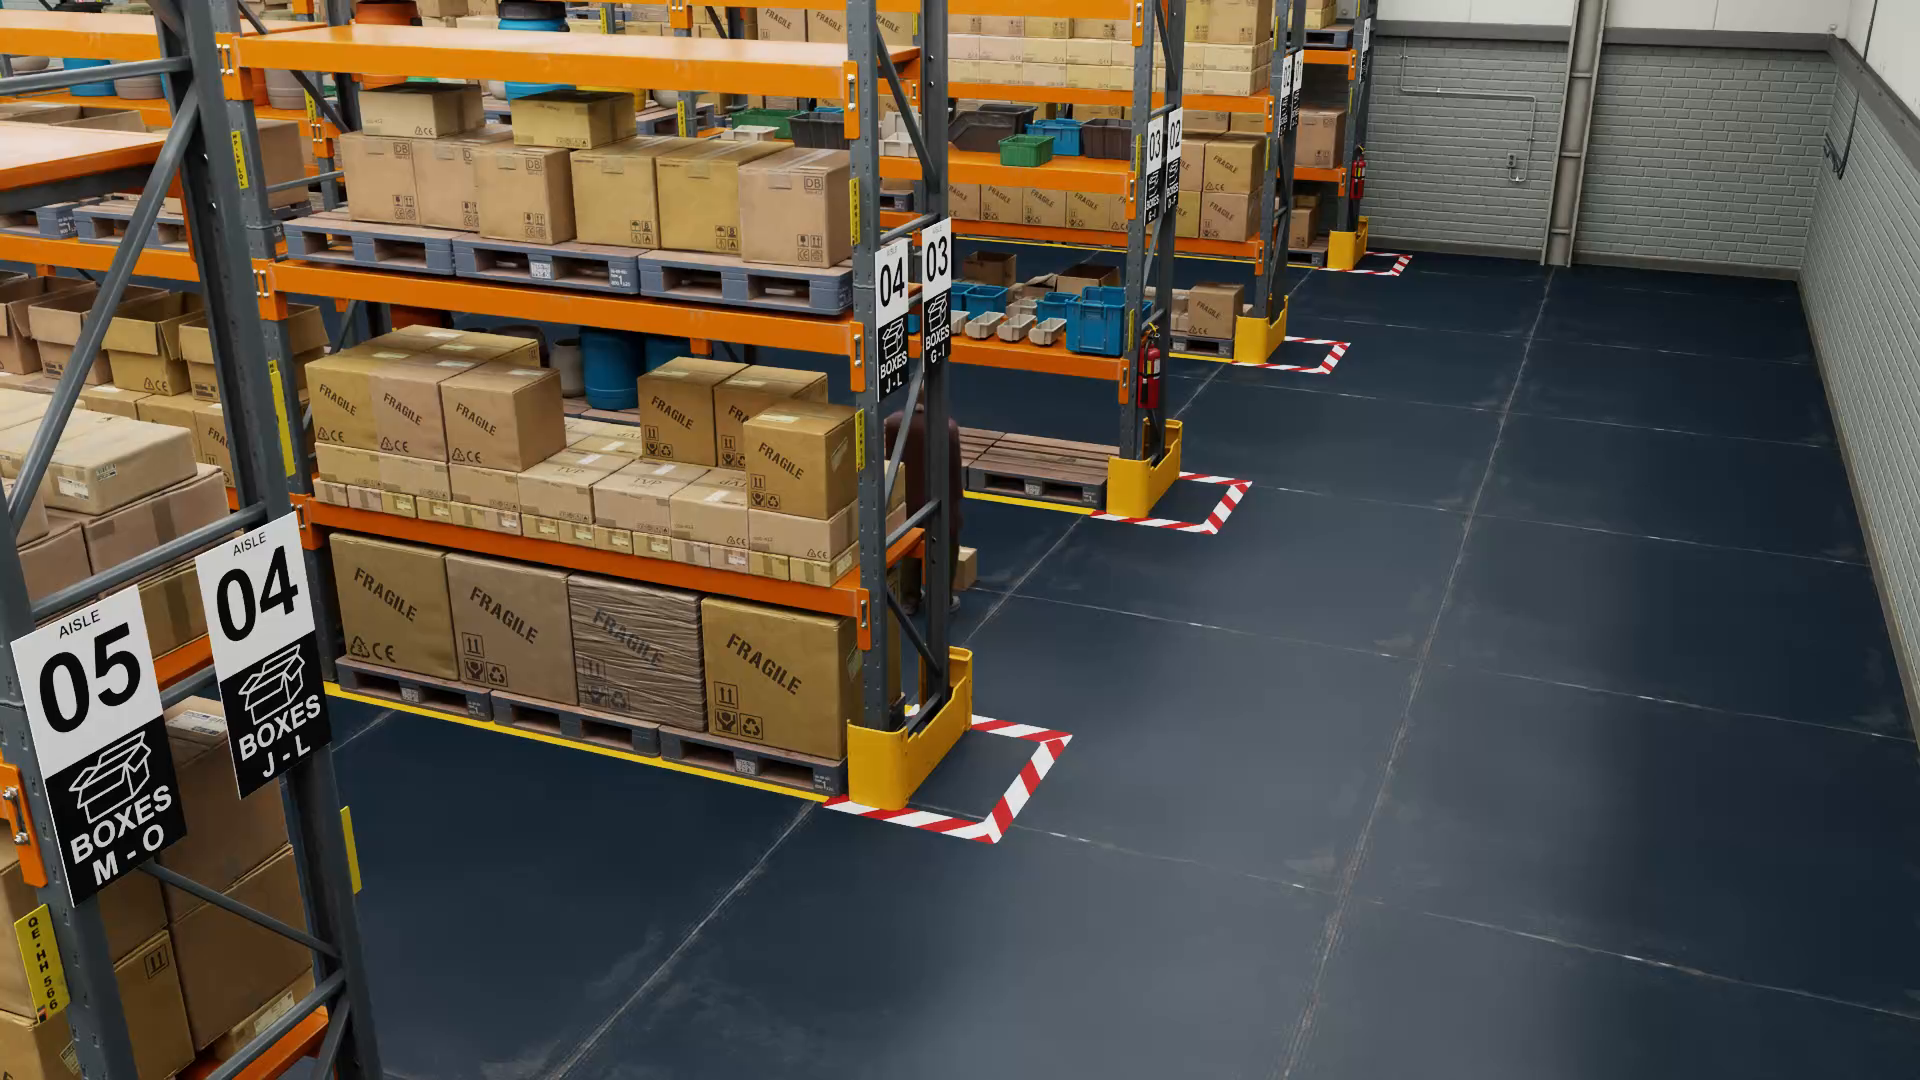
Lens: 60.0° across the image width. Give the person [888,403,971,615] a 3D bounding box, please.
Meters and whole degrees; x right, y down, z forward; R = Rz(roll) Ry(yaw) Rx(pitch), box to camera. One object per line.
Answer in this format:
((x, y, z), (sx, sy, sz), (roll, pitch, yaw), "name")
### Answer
((-0.245, -0.195, 11.842), (0.625, 1.489, 0.613), (9, 24, 21), "person")
